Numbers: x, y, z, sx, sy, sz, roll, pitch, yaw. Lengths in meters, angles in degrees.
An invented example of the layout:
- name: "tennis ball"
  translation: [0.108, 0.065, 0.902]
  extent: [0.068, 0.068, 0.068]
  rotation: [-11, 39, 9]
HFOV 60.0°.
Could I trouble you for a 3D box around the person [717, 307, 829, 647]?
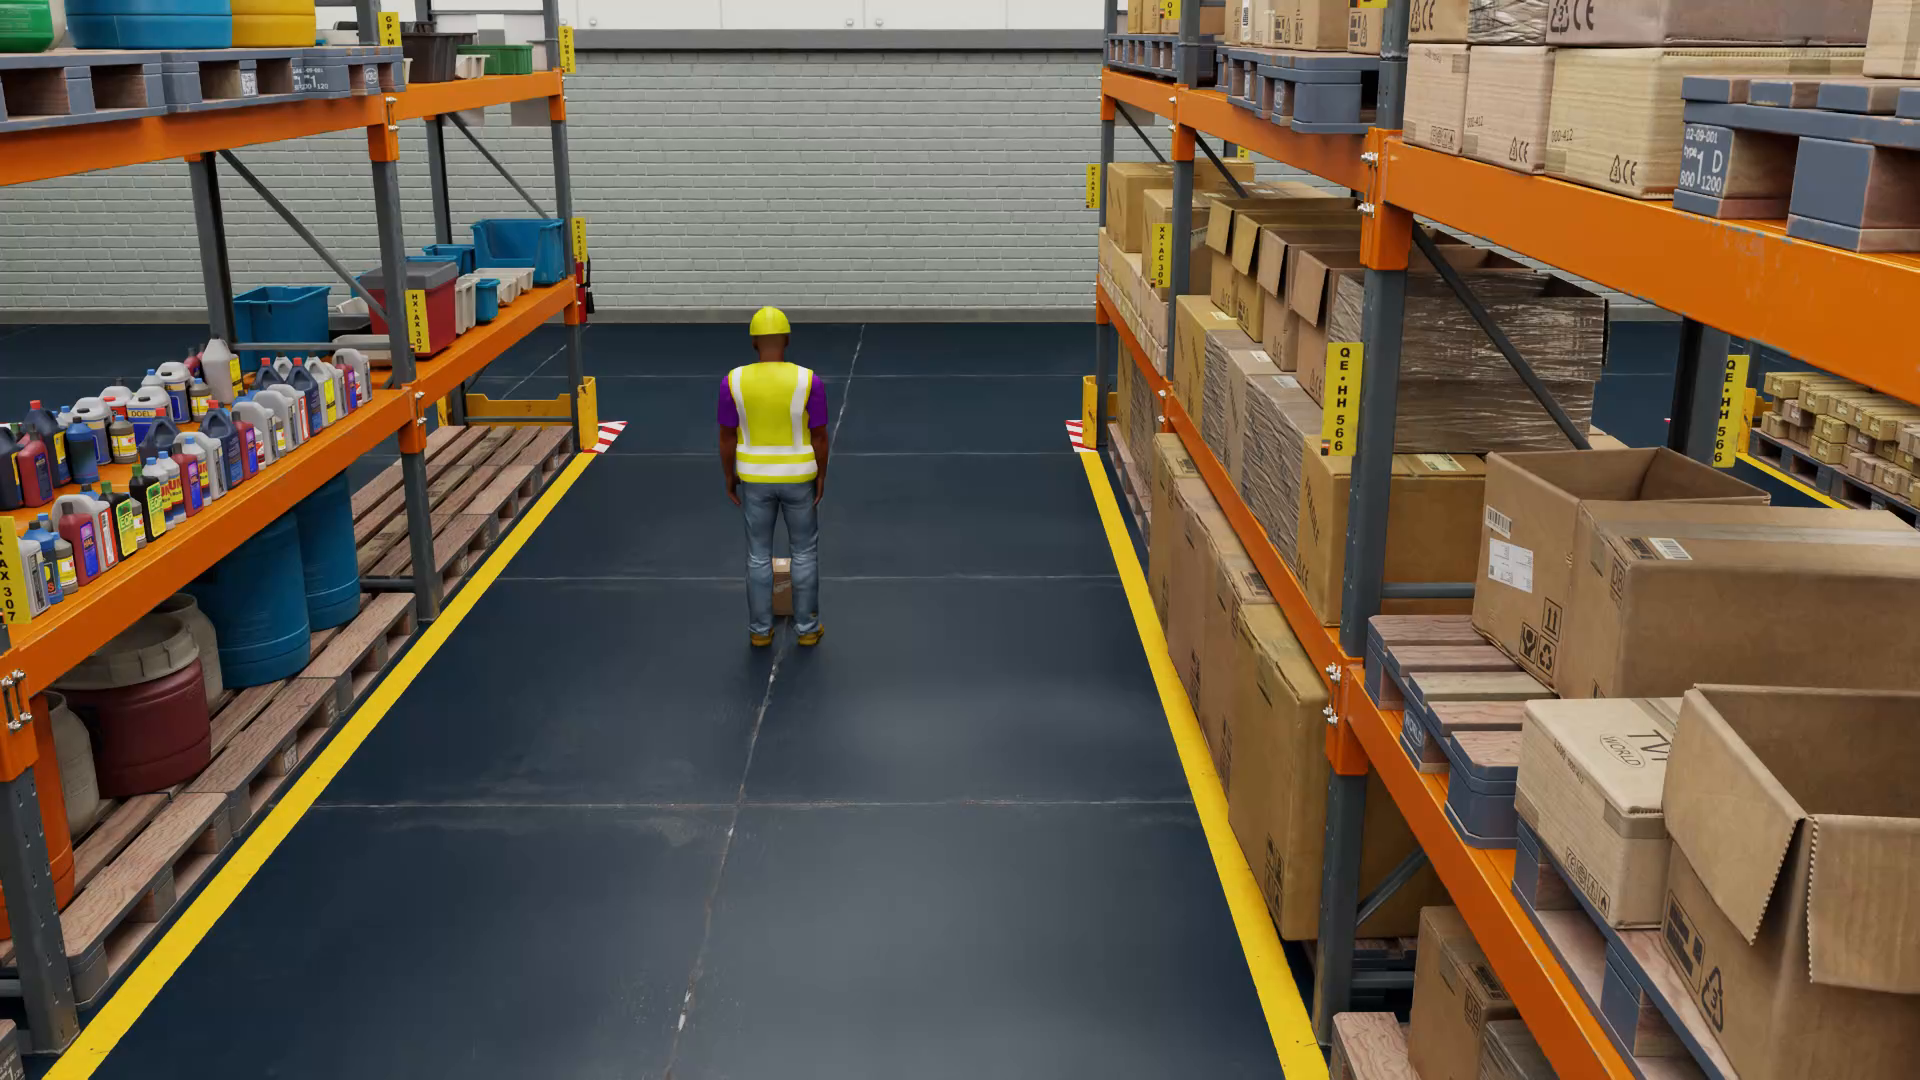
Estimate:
- name: "person"
  translation: [-0.949, -0.322, 8.558]
  extent: [0.565, 1.763, 0.361]
  rotation: [0, 17, 0]
